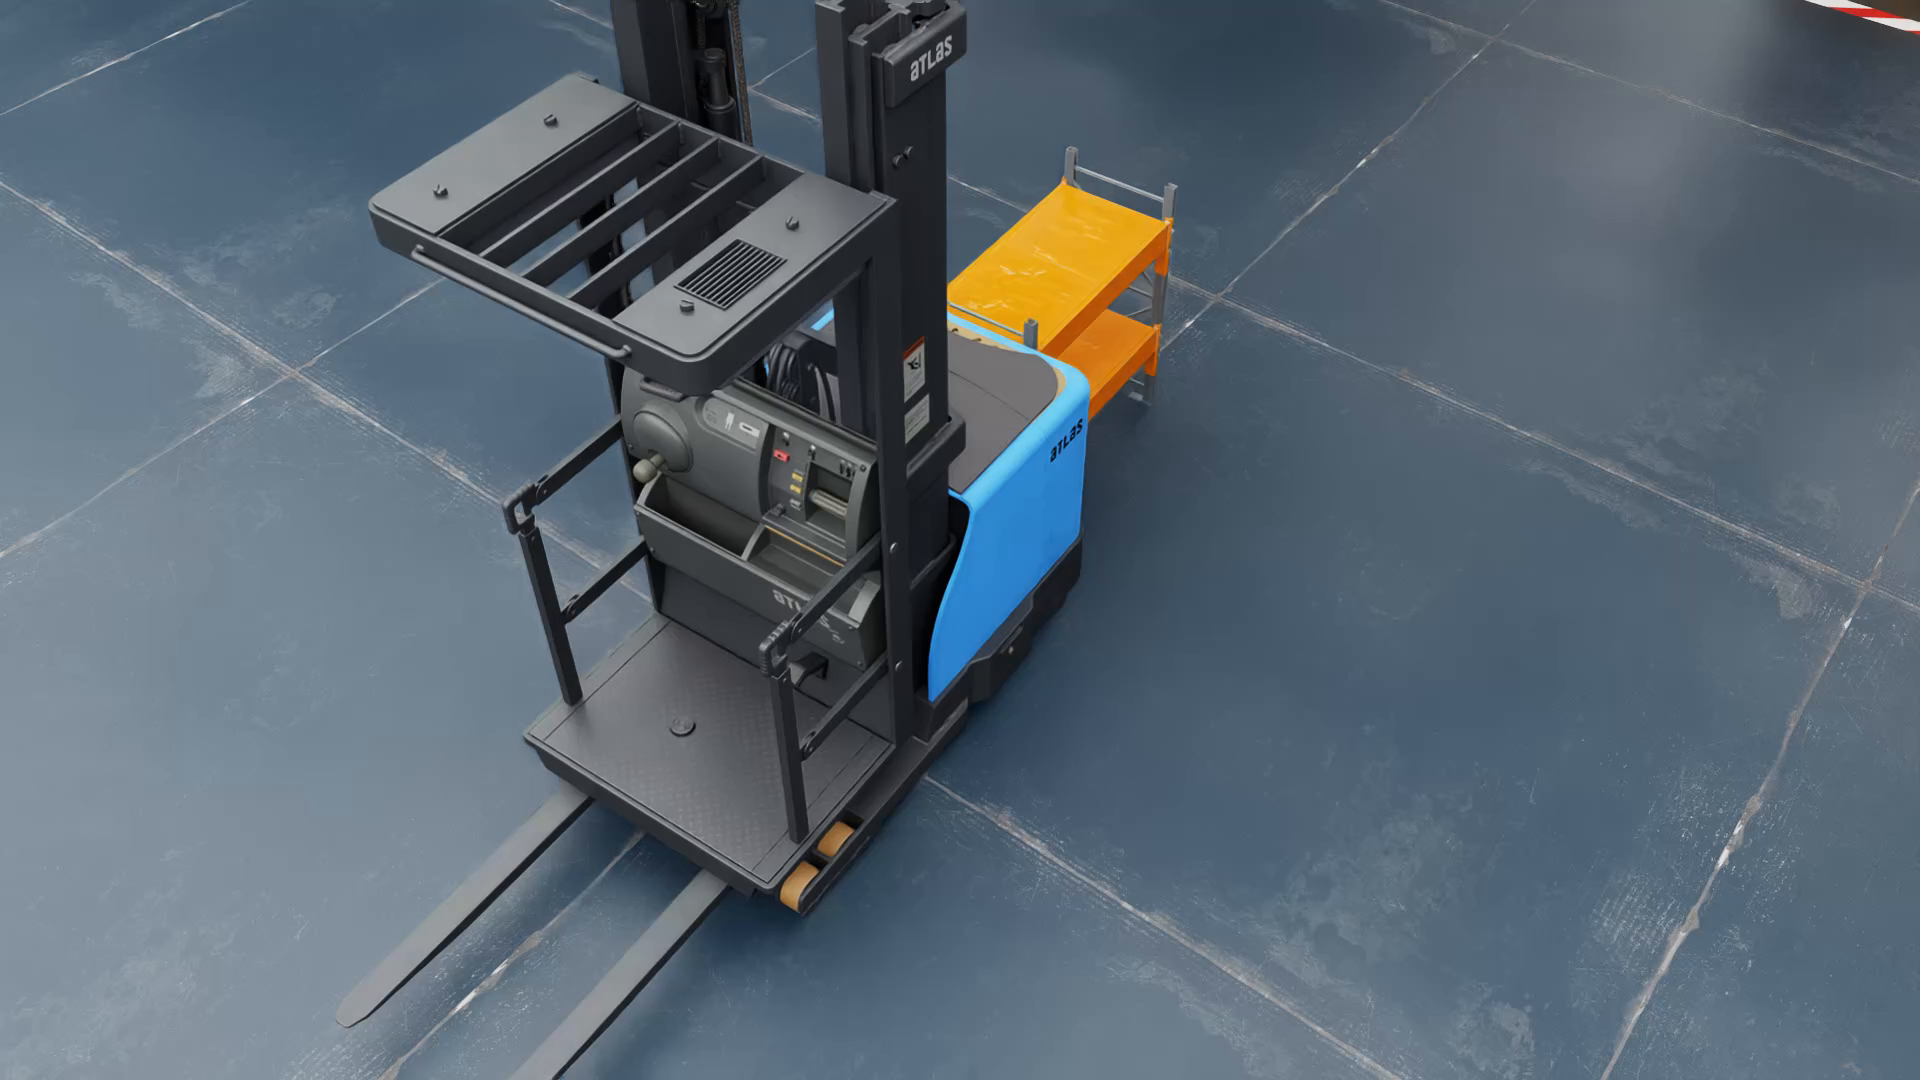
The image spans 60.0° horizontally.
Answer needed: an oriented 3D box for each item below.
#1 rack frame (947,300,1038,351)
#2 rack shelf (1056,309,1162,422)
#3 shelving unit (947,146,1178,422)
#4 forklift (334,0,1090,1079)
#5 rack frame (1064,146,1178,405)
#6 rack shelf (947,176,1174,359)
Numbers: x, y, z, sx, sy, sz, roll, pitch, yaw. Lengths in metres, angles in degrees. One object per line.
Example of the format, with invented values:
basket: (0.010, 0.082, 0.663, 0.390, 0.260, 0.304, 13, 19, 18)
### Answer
rack frame: (0.066, -0.486, 6.436, 0.500, 1.125, 0.032, 26, 52, 23)
rack shelf: (0.353, -0.620, 6.903, 0.538, 0.278, 1.000, 26, 52, 23)
shelving unit: (0.353, -0.789, 6.726, 0.538, 1.125, 1.048, 26, 52, 23)
forklift: (-0.774, -0.171, 4.887, 1.130, 2.935, 3.031, 26, 52, 23)
rack frame: (0.641, -1.092, 7.015, 0.500, 1.125, 0.032, 26, 52, 23)
rack shelf: (0.353, -0.991, 6.514, 0.538, 0.278, 1.000, 26, 52, 23)
